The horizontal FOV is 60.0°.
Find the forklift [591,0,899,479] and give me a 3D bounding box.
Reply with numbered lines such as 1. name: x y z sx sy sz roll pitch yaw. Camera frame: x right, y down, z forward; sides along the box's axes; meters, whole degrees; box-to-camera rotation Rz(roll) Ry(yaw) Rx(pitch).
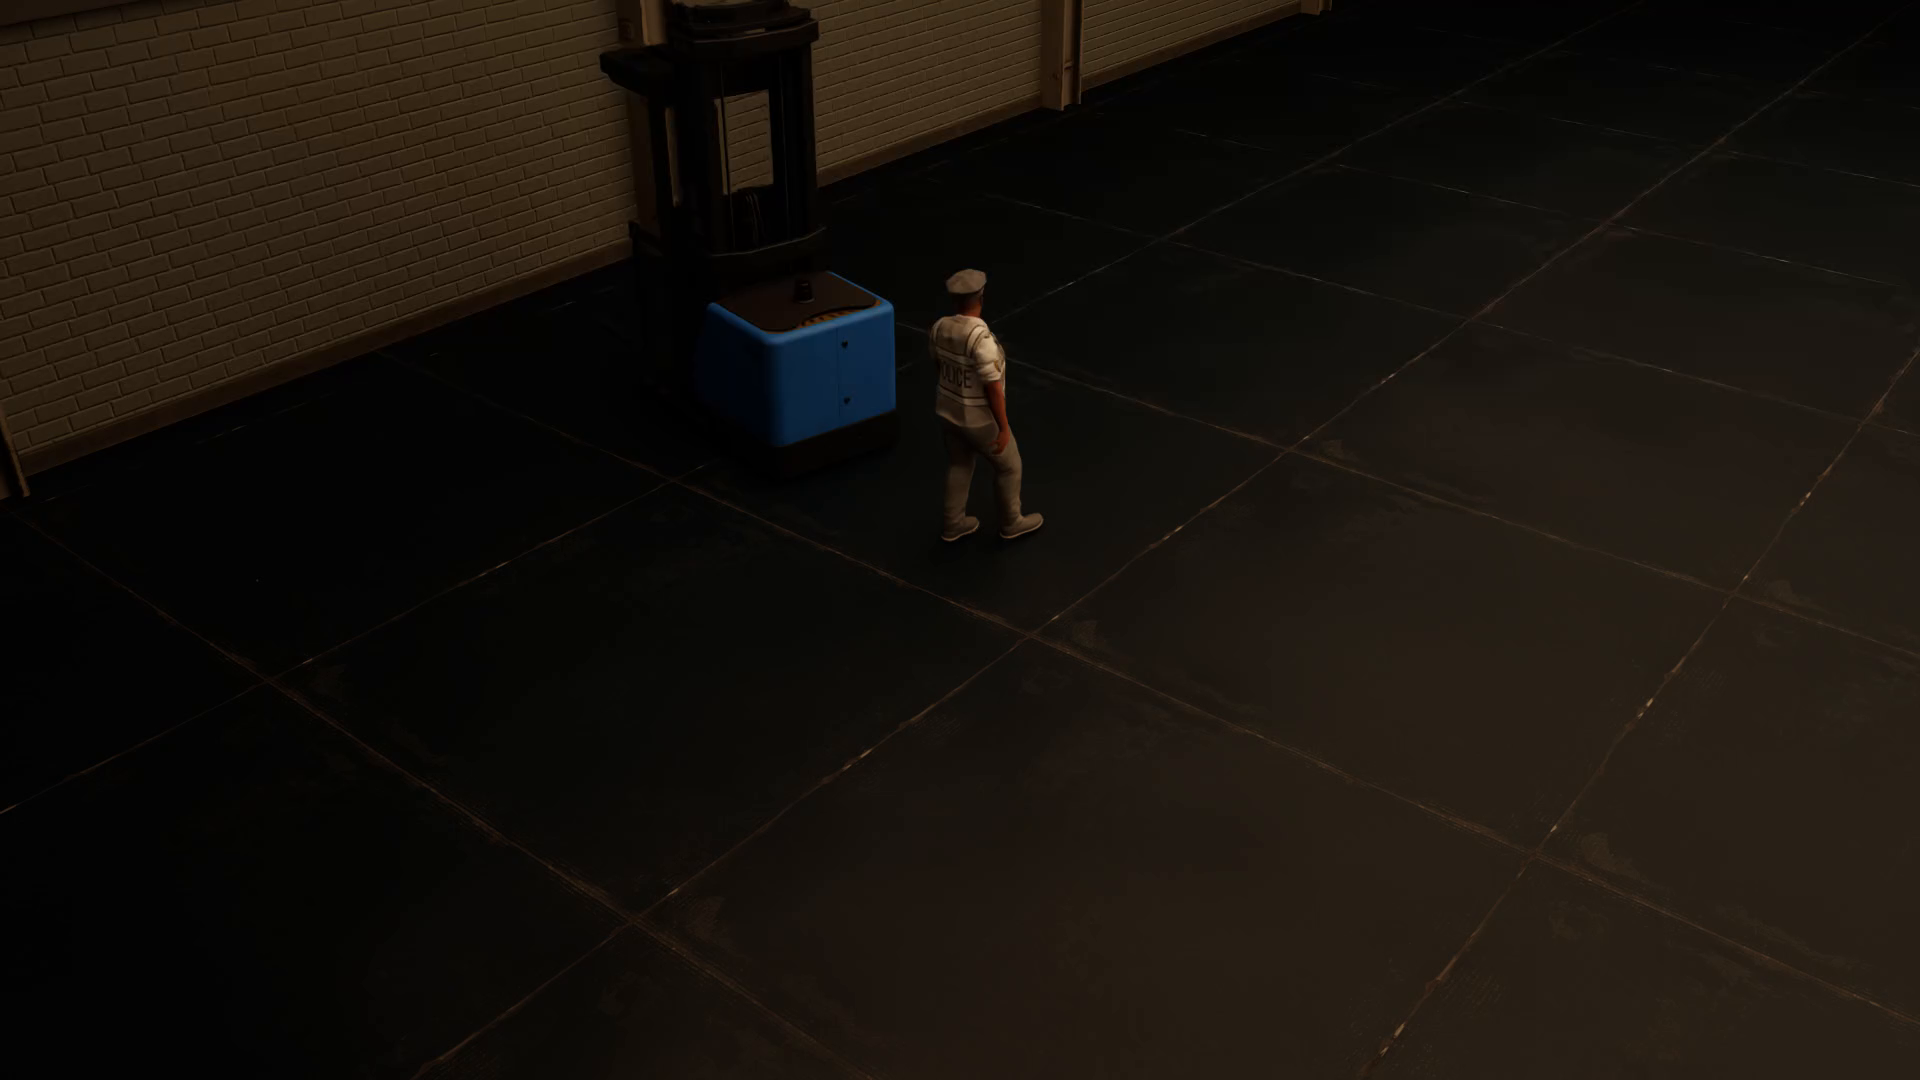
1. forklift: -1.722 -2.353 11.622 1.130 2.935 3.031 -21 36 -32

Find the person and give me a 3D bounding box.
1. person: 0.149 -0.821 10.186 0.682 1.736 0.621 27 40 38
